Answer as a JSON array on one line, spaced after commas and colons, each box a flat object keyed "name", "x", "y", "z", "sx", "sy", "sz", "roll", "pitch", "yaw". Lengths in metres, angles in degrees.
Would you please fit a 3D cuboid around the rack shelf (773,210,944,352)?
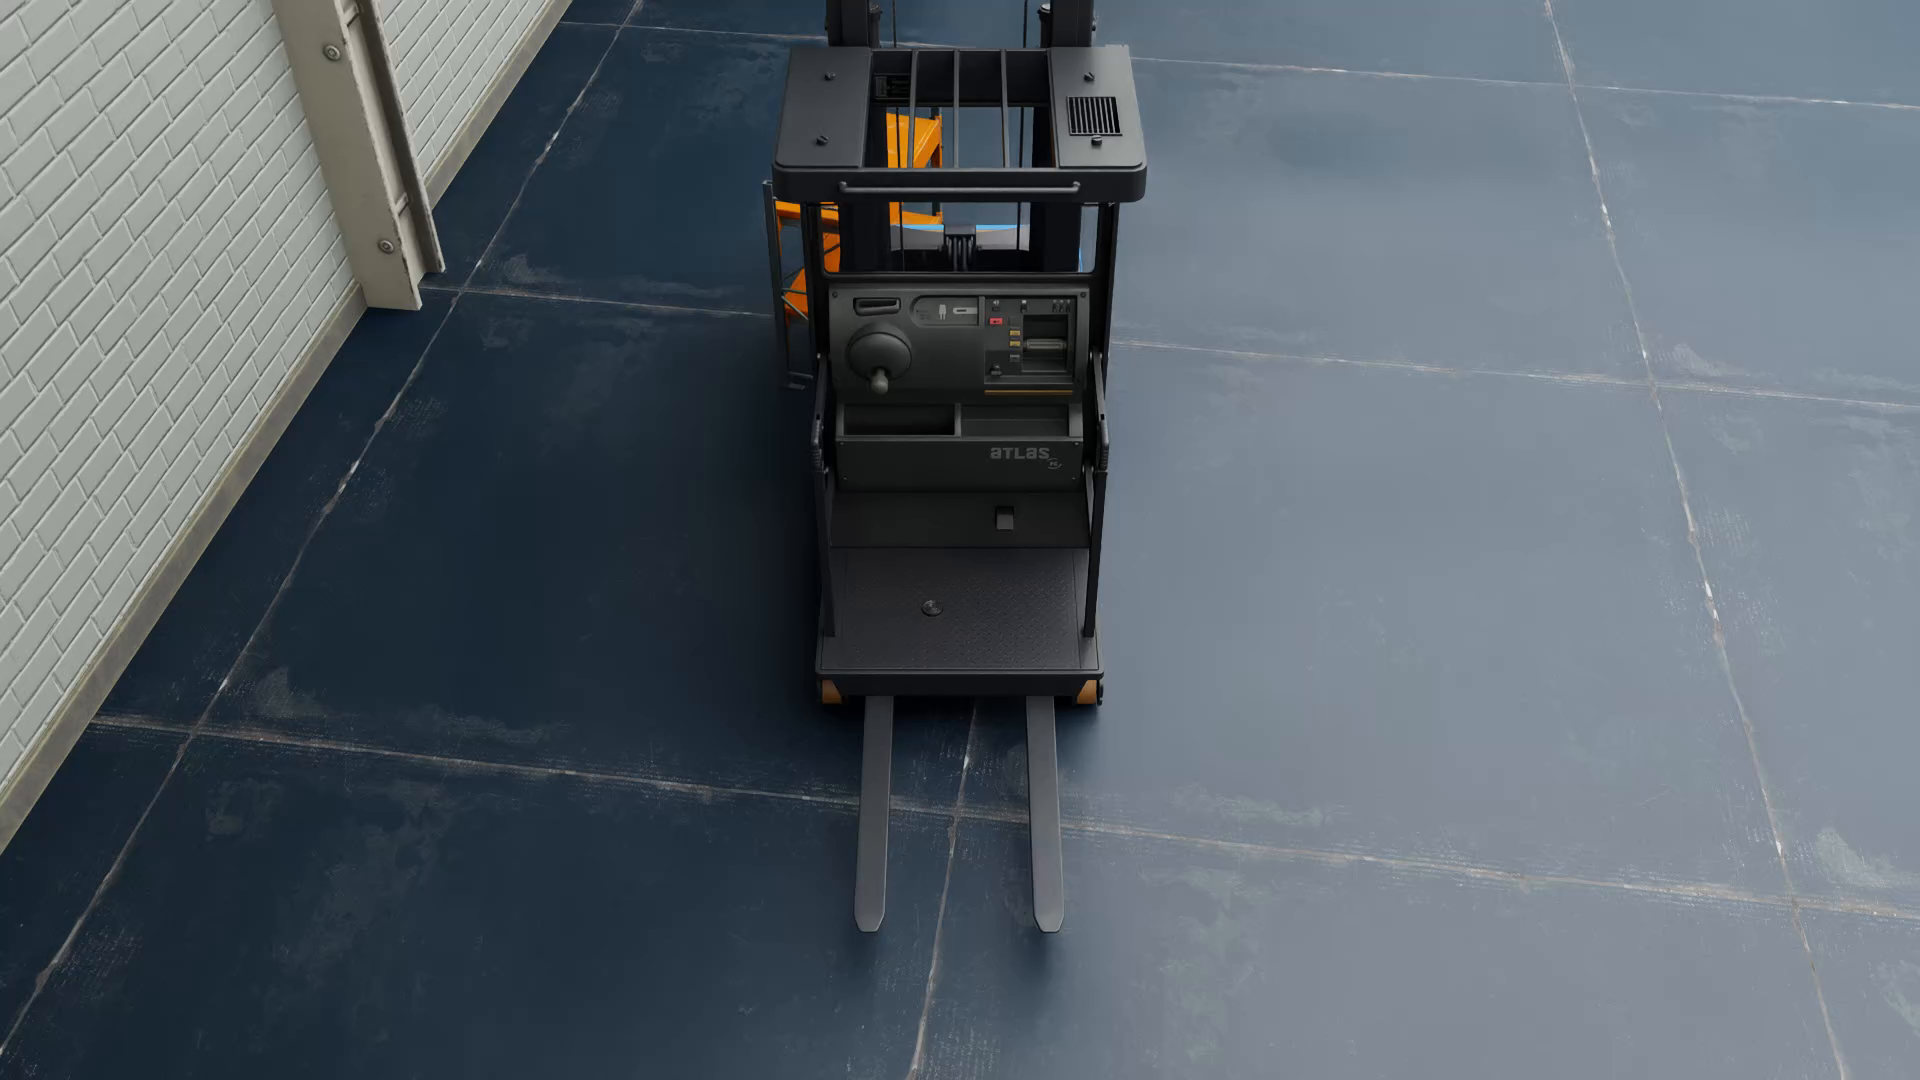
[{"name": "rack shelf", "x": -0.478, "y": -1.273, "z": 8.154, "sx": 0.538, "sy": 0.278, "sz": 1.000, "roll": 11, "pitch": 45, "yaw": 12}]

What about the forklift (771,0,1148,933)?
[{"name": "forklift", "x": -0.001, "y": -0.632, "z": 5.808, "sx": 1.130, "sy": 2.935, "sz": 3.031, "roll": 0, "pitch": 43, "yaw": 0}]

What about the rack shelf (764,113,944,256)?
[{"name": "rack shelf", "x": -0.478, "y": -1.663, "z": 7.784, "sx": 0.538, "sy": 0.278, "sz": 1.000, "roll": 11, "pitch": 45, "yaw": 12}]

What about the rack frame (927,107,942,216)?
[{"name": "rack frame", "x": -0.334, "y": -1.785, "z": 8.340, "sx": 0.500, "sy": 1.125, "sz": 0.032, "roll": 11, "pitch": 45, "yaw": 12}]

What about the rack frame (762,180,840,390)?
[{"name": "rack frame", "x": -0.622, "y": -1.115, "z": 7.632, "sx": 0.500, "sy": 1.125, "sz": 0.032, "roll": 11, "pitch": 45, "yaw": 12}]

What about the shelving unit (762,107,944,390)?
[{"name": "shelving unit", "x": -0.478, "y": -1.450, "z": 7.986, "sx": 0.538, "sy": 1.125, "sz": 1.048, "roll": 11, "pitch": 45, "yaw": 12}]

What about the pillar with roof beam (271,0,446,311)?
[{"name": "pillar with roof beam", "x": 1.369, "y": -4.200, "z": 5.163, "sx": 9.100, "sy": 9.000, "sz": 0.400, "roll": 5, "pitch": 44, "yaw": 6}]
